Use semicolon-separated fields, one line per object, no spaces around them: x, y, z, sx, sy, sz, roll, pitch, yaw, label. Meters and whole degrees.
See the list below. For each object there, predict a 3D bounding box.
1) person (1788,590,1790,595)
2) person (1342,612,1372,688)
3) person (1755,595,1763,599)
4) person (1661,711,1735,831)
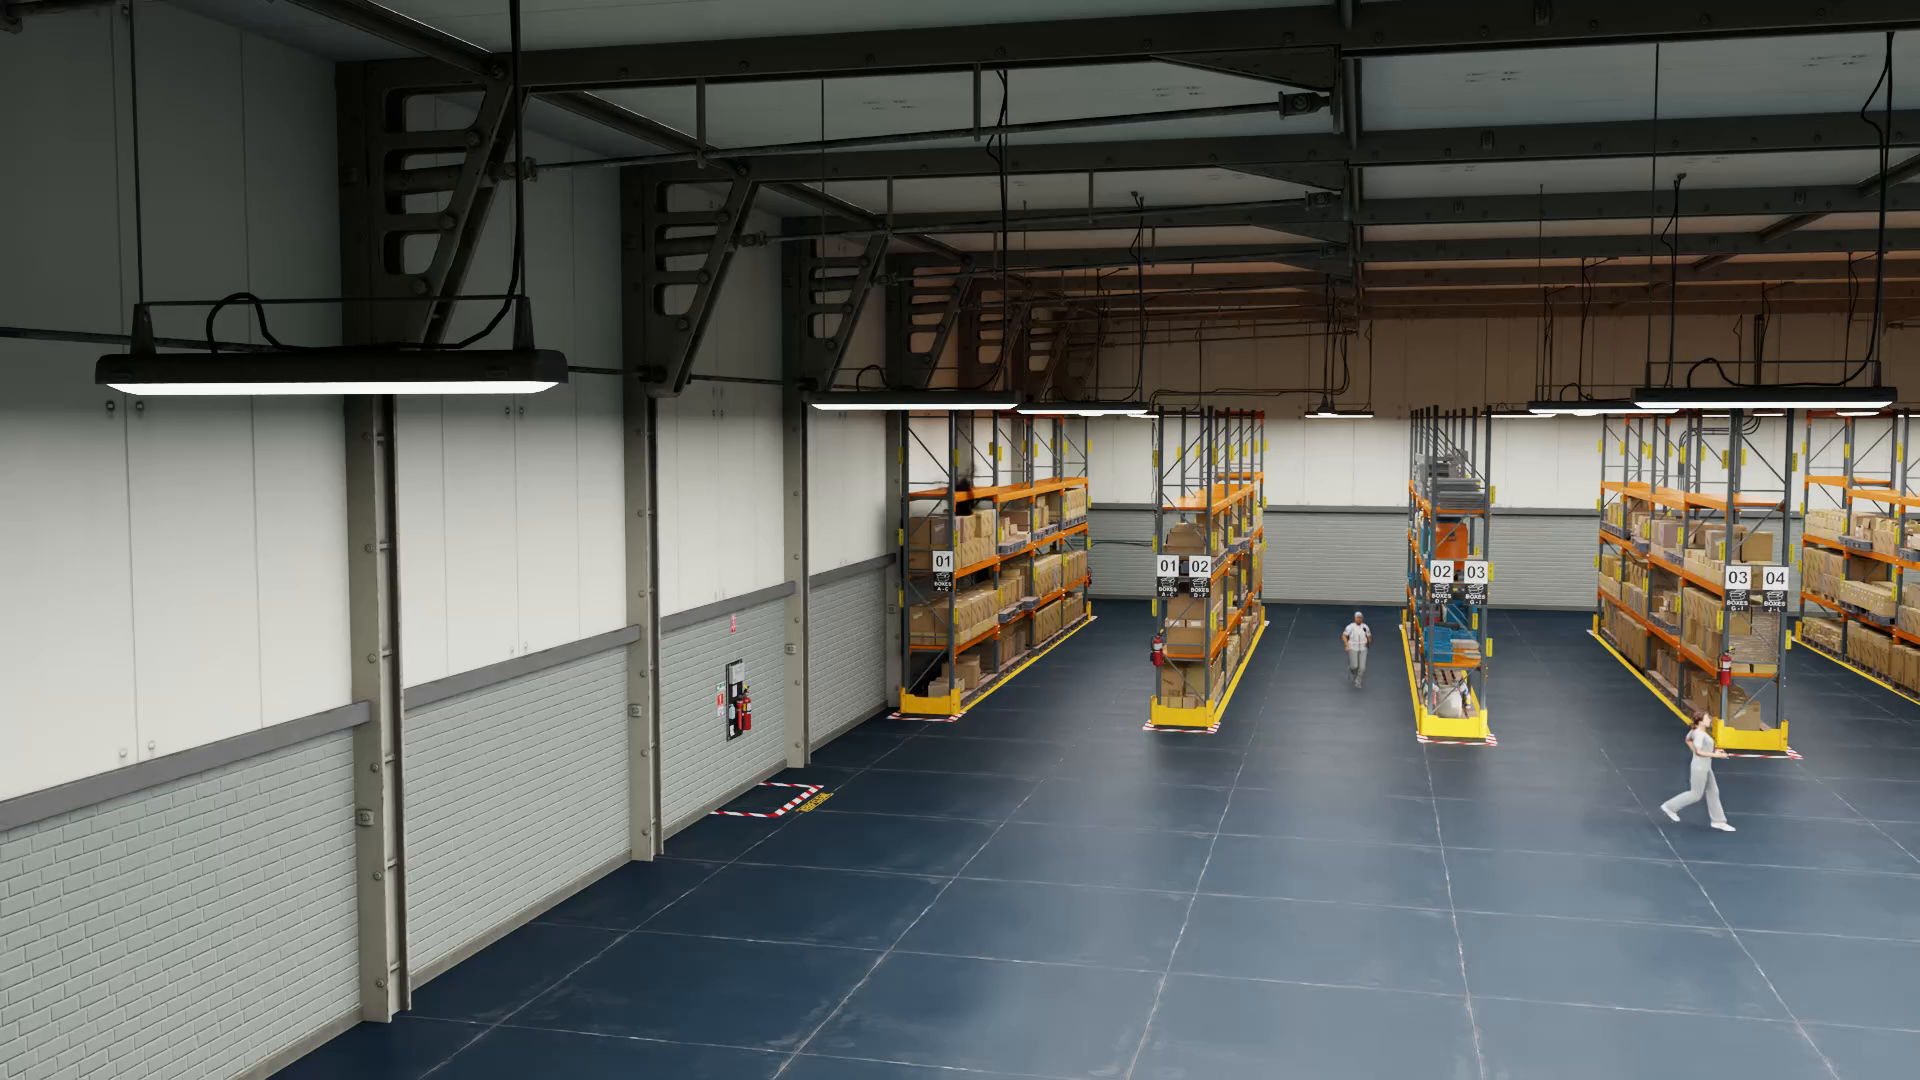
21.837;1.732;44.586;0.775;1.652;0.714;-1;4;-8;person
8.535;2.360;35.668;0.607;1.624;0.547;0;4;1;person
20.870;1.741;43.616;0.756;1.724;0.676;4;6;44;person
10.329;3.206;23.225;0.954;1.667;0.569;2;5;29;person
